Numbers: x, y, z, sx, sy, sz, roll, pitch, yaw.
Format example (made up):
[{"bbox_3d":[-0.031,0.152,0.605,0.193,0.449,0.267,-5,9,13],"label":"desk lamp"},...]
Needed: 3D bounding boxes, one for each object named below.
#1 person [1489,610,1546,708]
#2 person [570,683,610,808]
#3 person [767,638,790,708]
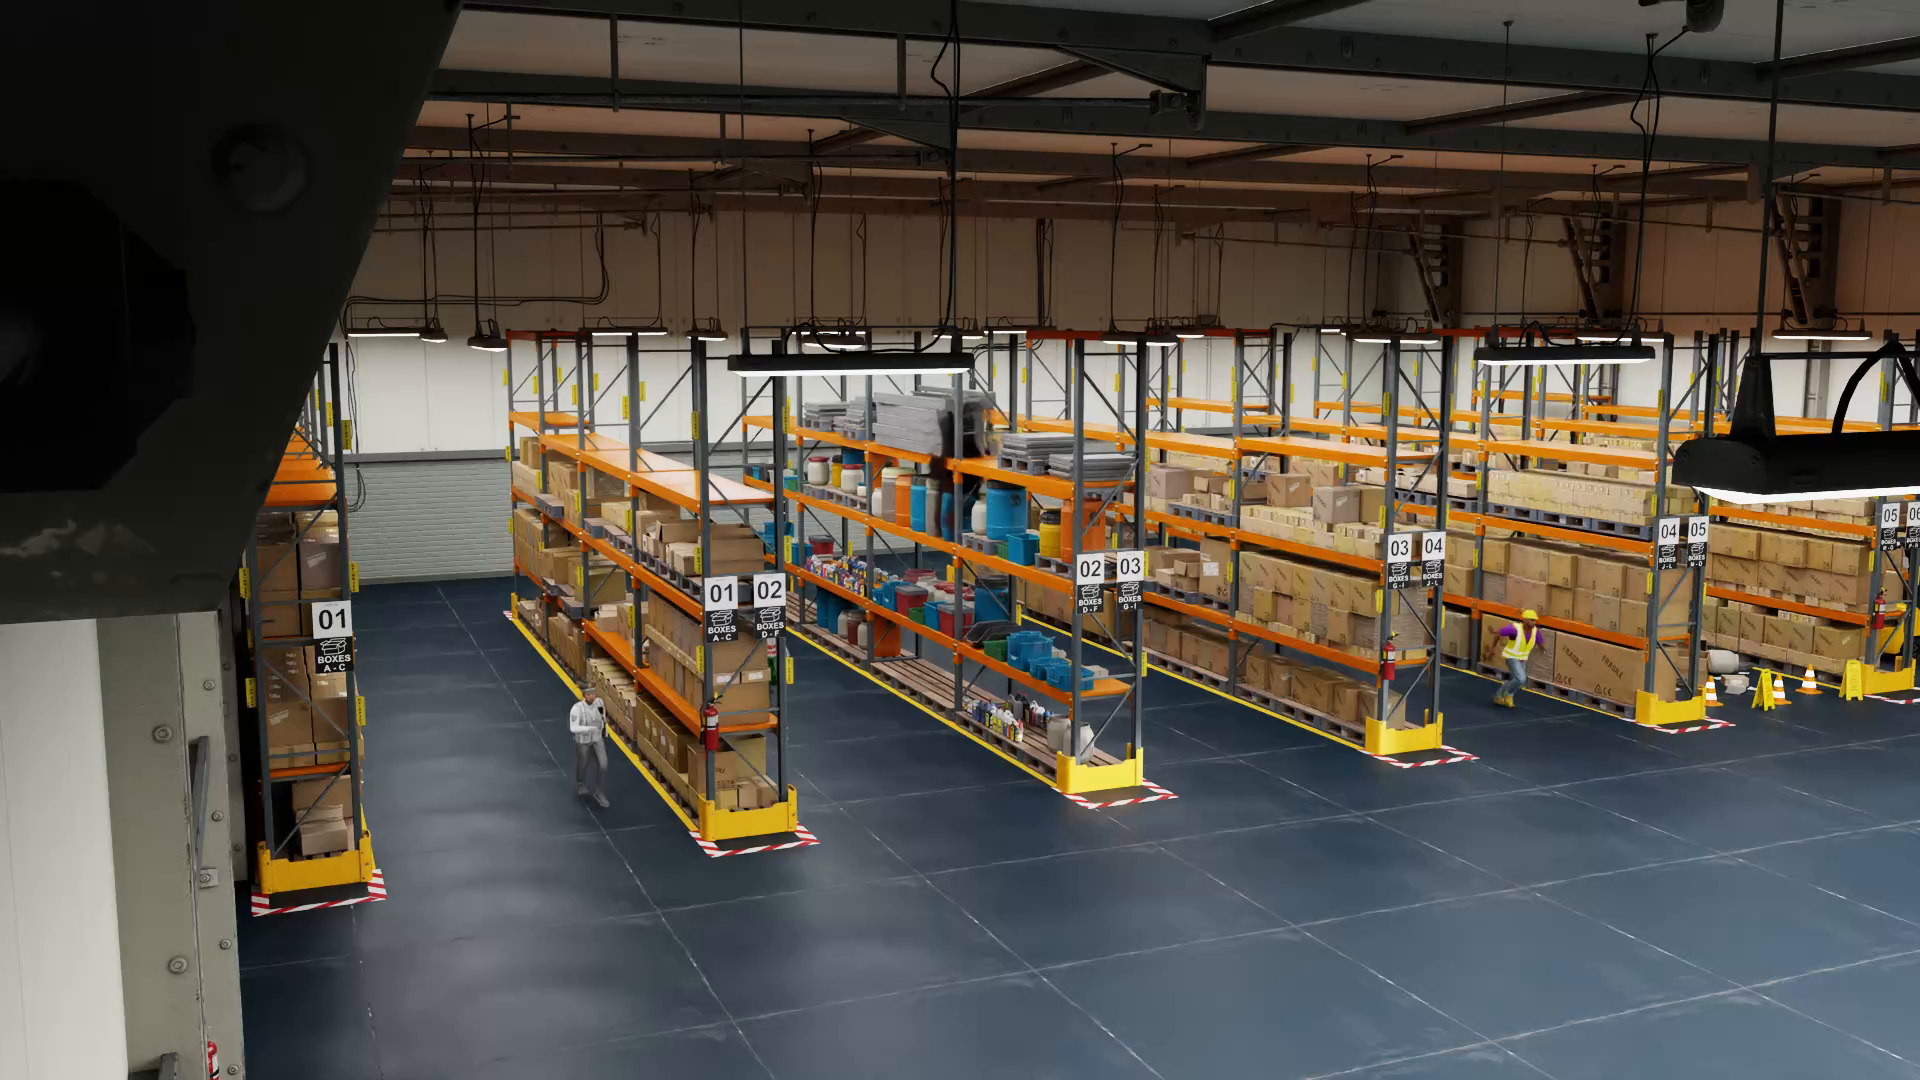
[{"bbox_3d":[8.944,1.894,26.622,0.713,1.624,0.965,-4,9,-26],"label":"person"},{"bbox_3d":[-4.798,2.596,21.463,0.529,1.639,0.936,-4,9,-25],"label":"person"},{"bbox_3d":[-3.060,1.851,26.723,0.658,1.728,0.612,-4,9,-29],"label":"person"}]
